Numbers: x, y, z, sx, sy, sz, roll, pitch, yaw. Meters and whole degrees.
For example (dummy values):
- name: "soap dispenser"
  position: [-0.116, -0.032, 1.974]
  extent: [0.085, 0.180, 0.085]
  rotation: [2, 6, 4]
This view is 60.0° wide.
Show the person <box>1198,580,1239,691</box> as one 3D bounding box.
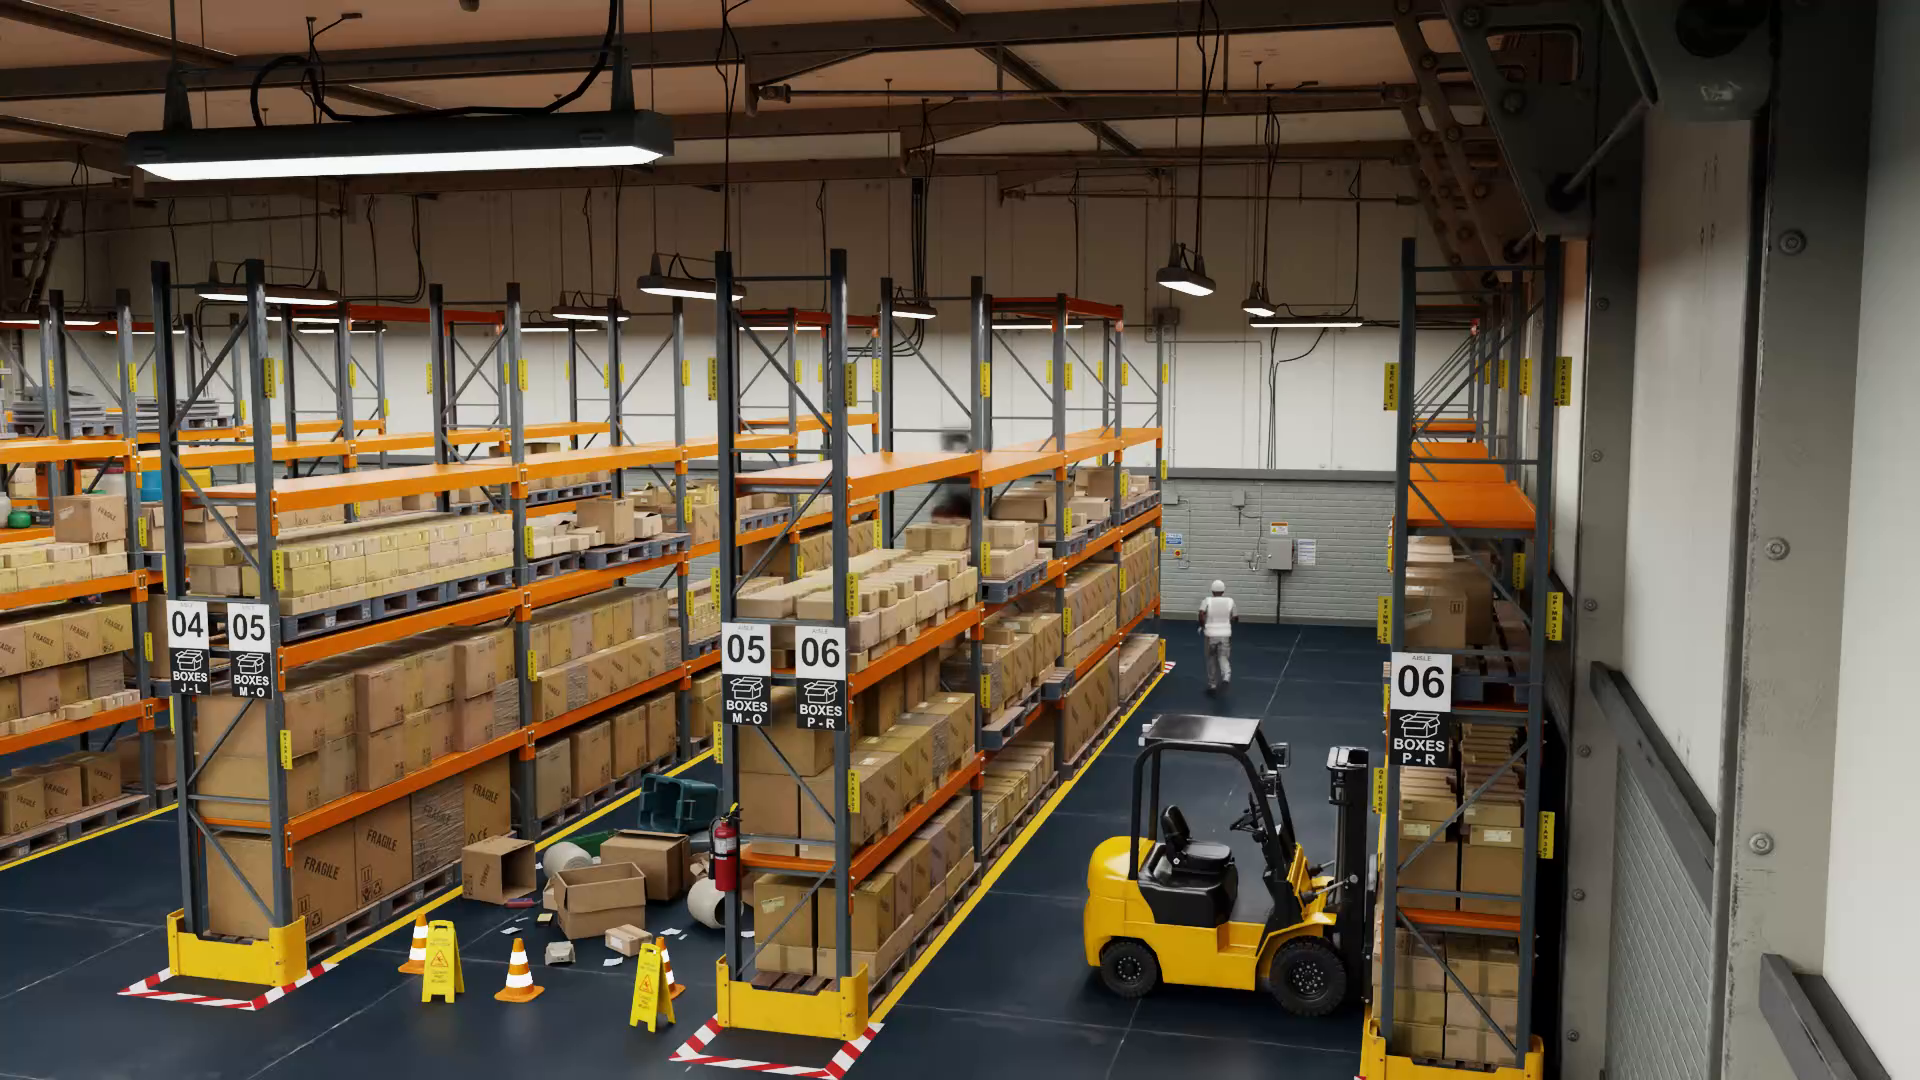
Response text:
- name: "person"
  position: [4.045, 1.520, 26.069]
  extent: [0.663, 1.773, 0.967]
  rotation: [0, 6, 1]
